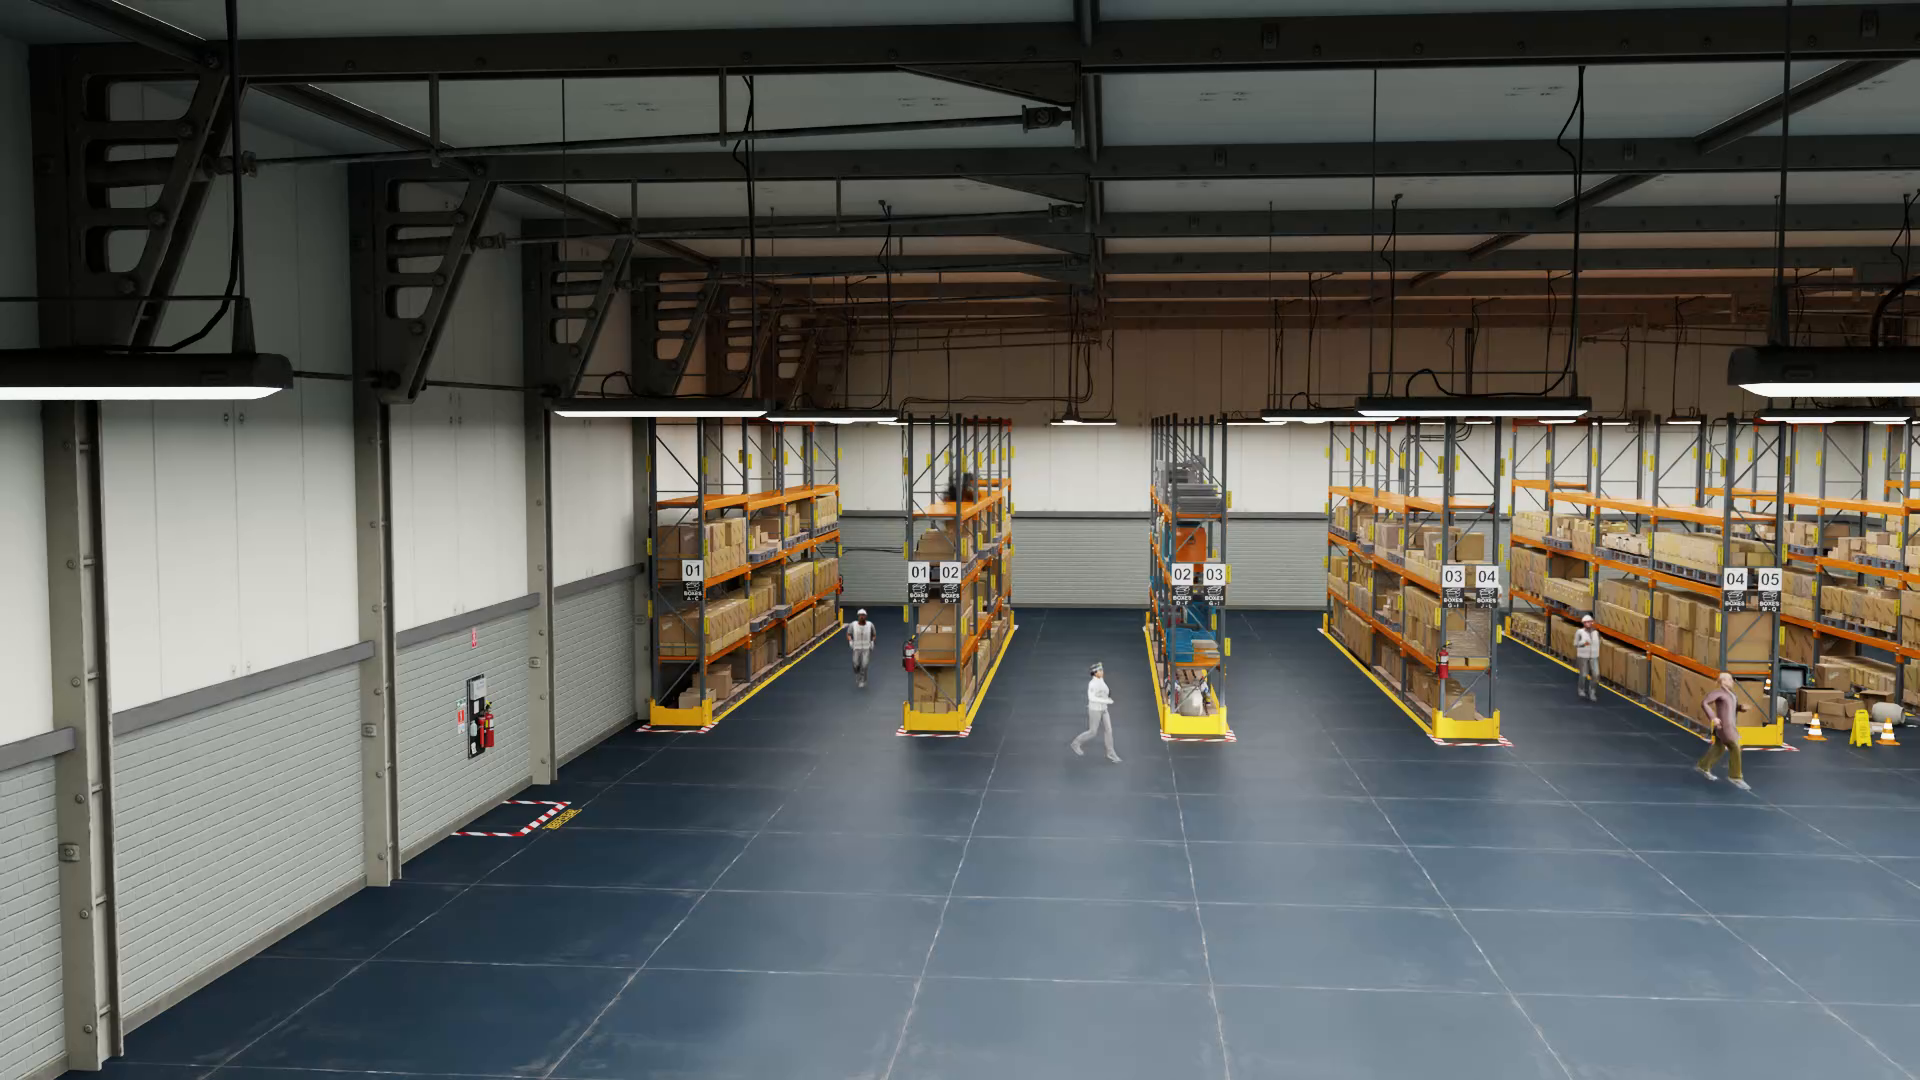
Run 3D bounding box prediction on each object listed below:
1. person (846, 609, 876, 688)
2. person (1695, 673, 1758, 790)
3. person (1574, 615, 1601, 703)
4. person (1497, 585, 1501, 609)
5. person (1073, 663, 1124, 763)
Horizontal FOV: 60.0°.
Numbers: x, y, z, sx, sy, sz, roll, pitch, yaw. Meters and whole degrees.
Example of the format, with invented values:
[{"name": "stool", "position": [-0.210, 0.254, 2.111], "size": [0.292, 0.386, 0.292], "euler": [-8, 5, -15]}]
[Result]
[{"name": "person", "position": [-2.159, 2.390, 36.504], "size": [0.656, 1.736, 0.582], "euler": [0, 4, -5]}, {"name": "person", "position": [12.268, 3.024, 26.570], "size": [0.988, 1.809, 0.686], "euler": [3, 5, 39]}, {"name": "person", "position": [13.213, 2.486, 34.945], "size": [0.639, 1.825, 0.734], "euler": [0, 4, 3]}, {"name": "person", "position": [15.086, 1.765, 47.311], "size": [0.512, 1.554, 0.740], "euler": [-1, 4, -12]}, {"name": "person", "position": [2.389, 2.957, 28.568], "size": [0.921, 1.706, 0.609], "euler": [2, 4, 28]}]
